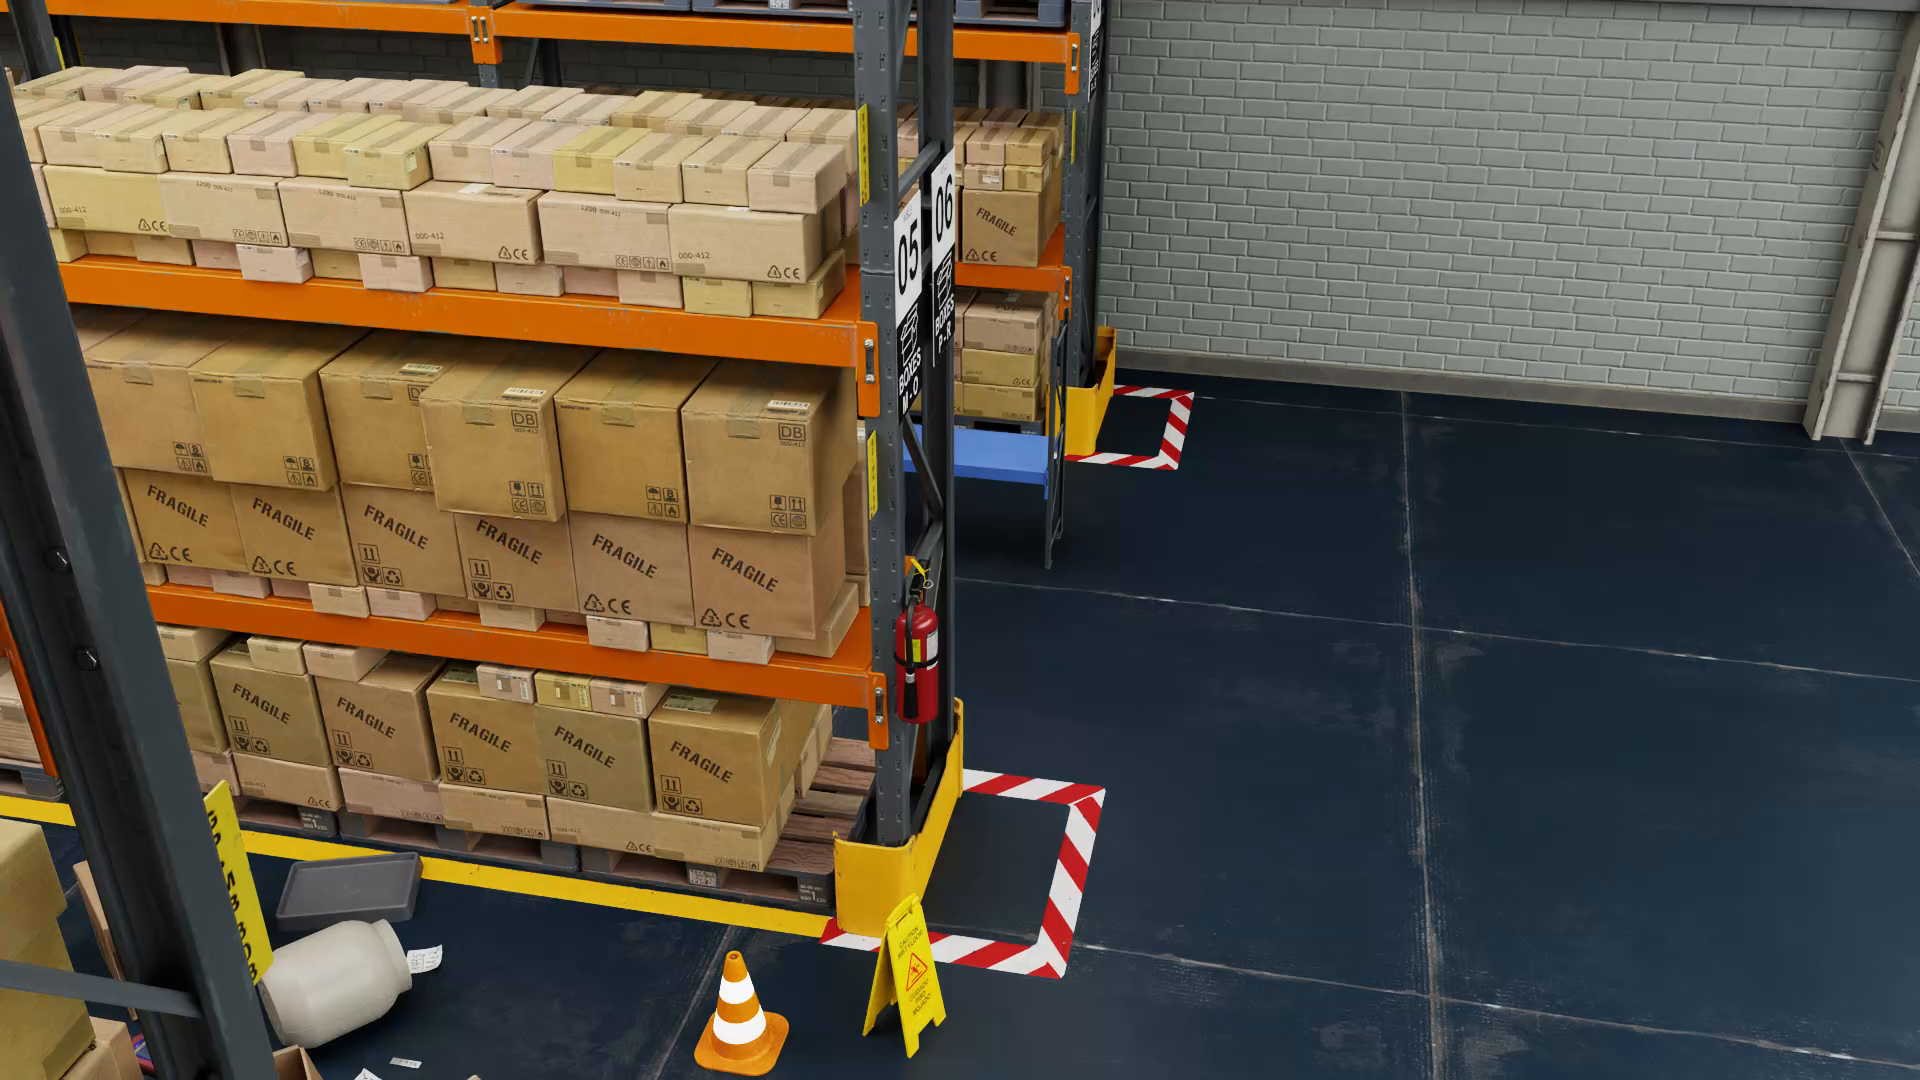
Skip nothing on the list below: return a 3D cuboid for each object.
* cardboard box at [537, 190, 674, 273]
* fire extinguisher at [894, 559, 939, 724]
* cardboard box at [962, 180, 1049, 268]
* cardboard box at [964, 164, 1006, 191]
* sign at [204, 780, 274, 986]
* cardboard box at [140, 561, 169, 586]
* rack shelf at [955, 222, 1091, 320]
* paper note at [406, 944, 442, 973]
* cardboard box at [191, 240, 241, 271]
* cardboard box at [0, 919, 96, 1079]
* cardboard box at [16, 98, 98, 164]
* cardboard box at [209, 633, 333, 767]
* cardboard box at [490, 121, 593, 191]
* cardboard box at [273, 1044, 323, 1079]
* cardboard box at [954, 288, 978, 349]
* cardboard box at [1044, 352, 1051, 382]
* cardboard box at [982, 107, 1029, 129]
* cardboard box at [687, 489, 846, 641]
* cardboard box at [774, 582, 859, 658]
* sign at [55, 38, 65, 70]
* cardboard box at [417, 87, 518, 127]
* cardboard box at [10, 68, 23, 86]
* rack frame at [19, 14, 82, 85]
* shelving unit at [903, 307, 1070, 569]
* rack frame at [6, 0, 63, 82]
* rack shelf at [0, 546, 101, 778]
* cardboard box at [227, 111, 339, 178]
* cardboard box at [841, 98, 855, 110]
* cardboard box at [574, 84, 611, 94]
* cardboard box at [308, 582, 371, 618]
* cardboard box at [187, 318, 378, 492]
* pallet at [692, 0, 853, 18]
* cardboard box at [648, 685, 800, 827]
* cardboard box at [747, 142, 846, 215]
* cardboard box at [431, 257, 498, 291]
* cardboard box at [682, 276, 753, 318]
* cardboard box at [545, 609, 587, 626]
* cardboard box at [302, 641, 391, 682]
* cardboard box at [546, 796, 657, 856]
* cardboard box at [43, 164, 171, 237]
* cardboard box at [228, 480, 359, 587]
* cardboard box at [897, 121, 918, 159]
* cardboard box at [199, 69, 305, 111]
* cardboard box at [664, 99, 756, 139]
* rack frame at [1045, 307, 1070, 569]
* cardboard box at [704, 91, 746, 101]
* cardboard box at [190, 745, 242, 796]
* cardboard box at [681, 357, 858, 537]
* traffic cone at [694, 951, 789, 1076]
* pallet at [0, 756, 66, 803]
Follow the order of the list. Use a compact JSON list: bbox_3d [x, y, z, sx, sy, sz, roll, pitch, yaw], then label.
[{"bbox_3d":[-1.235,-1.215,6.230,0.500,0.250,0.500,5,29,10],"label":"cardboard box"},{"bbox_3d":[-0.174,0.409,6.621,0.183,0.674,0.296,6,29,11],"label":"fire extinguisher"},{"bbox_3d":[0.308,-2.154,11.118,0.500,0.500,0.500,5,29,9],"label":"cardboard box"},{"bbox_3d":[0.190,-2.427,10.942,0.250,0.149,0.380,6,29,11],"label":"cardboard box"},{"bbox_3d":[-1.002,0.489,2.280,0.005,0.325,0.100,6,29,11],"label":"sign"},{"bbox_3d":[-3.602,0.040,7.477,0.250,0.149,0.380,7,29,12],"label":"cardboard box"},{"bbox_3d":[-1.112,-2.069,11.816,4.000,0.370,1.077,6,29,11],"label":"rack shelf"},{"bbox_3d":[-2.295,1.791,7.108,0.148,0.019,0.142,-4,29,-7],"label":"paper note"},{"bbox_3d":[-2.842,-1.211,6.639,0.250,0.149,0.380,5,29,9],"label":"cardboard box"},{"bbox_3d":[-1.542,0.705,2.182,0.500,0.250,0.500,6,29,10],"label":"cardboard box"},{"bbox_3d":[-3.601,-1.612,6.540,0.250,0.149,0.380,7,29,12],"label":"cardboard box"},{"bbox_3d":[-3.054,0.674,7.703,0.500,0.500,0.500,7,29,13],"label":"cardboard box"},{"bbox_3d":[-1.554,-1.441,6.229,0.250,0.149,0.380,6,29,11],"label":"cardboard box"},{"bbox_3d":[-2.436,2.255,5.768,0.637,0.503,0.797,-14,32,-24],"label":"cardboard box"},{"bbox_3d":[-0.172,-1.549,11.502,0.500,0.250,0.500,6,29,11],"label":"cardboard box"},{"bbox_3d":[0.404,-1.303,12.094,0.500,0.250,0.500,6,29,11],"label":"cardboard box"},{"bbox_3d":[0.313,-2.833,11.373,0.250,0.149,0.380,7,29,12],"label":"cardboard box"},{"bbox_3d":[-0.778,0.048,6.786,0.500,0.500,0.500,5,29,10],"label":"cardboard box"},{"bbox_3d":[-0.600,0.321,6.964,0.250,0.149,0.380,7,29,12],"label":"cardboard box"},{"bbox_3d":[-3.995,-2.052,7.374,0.005,0.325,0.100,6,29,11],"label":"sign"},{"bbox_3d":[-1.976,-1.706,6.713,0.250,0.149,0.380,6,29,12],"label":"cardboard box"},{"bbox_3d":[-7.451,-3.339,12.846,0.500,0.500,0.500,7,30,13],"label":"cardboard box"},{"bbox_3d":[-6.980,-2.986,12.743,0.127,3.000,1.000,6,29,11],"label":"rack frame"},{"bbox_3d":[0.083,-0.649,10.036,1.048,1.500,0.538,6,29,11],"label":"shelving unit"},{"bbox_3d":[-4.101,-2.885,6.311,0.127,3.000,1.000,6,29,11],"label":"rack frame"},{"bbox_3d":[-3.080,0.141,1.949,4.000,0.370,1.077,6,29,11],"label":"rack shelf"},{"bbox_3d":[-2.576,-1.519,6.371,0.250,0.149,0.380,5,29,10],"label":"cardboard box"},{"bbox_3d":[-0.688,-2.958,11.602,0.250,0.149,0.380,5,29,9],"label":"cardboard box"},{"bbox_3d":[-2.693,-3.154,11.960,0.250,0.149,0.380,6,29,11],"label":"cardboard box"},{"bbox_3d":[-2.611,0.172,7.237,0.250,0.149,0.380,6,29,11],"label":"cardboard box"},{"bbox_3d":[-2.736,-0.596,6.922,0.500,0.500,0.700,5,29,9],"label":"cardboard box"},{"bbox_3d":[-1.039,-3.665,10.952,1.213,0.211,1.003,6,29,11],"label":"pallet"},{"bbox_3d":[-1.027,0.883,7.321,0.500,0.500,0.500,6,29,11],"label":"cardboard box"},{"bbox_3d":[-0.582,-1.303,5.976,0.250,0.149,0.380,6,29,11],"label":"cardboard box"},{"bbox_3d":[-1.843,-1.104,6.443,0.250,0.149,0.380,5,29,9],"label":"cardboard box"},{"bbox_3d":[-0.847,-0.972,6.202,0.250,0.149,0.380,6,29,11],"label":"cardboard box"},{"bbox_3d":[-1.596,0.208,7.169,0.250,0.149,0.380,6,29,11],"label":"cardboard box"},{"bbox_3d":[-2.704,0.458,7.422,0.250,0.149,0.380,8,30,13],"label":"cardboard box"},{"bbox_3d":[-1.541,1.159,7.597,0.500,0.250,0.500,6,29,11],"label":"cardboard box"},{"bbox_3d":[-3.222,-1.414,6.594,0.500,0.250,0.500,6,29,10],"label":"cardboard box"},{"bbox_3d":[-2.745,-0.157,7.161,0.500,0.500,0.500,6,29,10],"label":"cardboard box"},{"bbox_3d":[-0.288,-2.663,11.064,0.250,0.149,0.380,6,29,11],"label":"cardboard box"},{"bbox_3d":[-2.958,-1.857,6.988,0.250,0.149,0.380,7,29,12],"label":"cardboard box"},{"bbox_3d":[-0.976,-1.611,6.539,0.250,0.149,0.380,6,29,11],"label":"cardboard box"},{"bbox_3d":[0.581,-0.598,9.943,0.032,1.500,0.500,6,29,11],"label":"rack frame"},{"bbox_3d":[-1.687,-3.058,11.784,0.250,0.149,0.380,5,29,10],"label":"cardboard box"},{"bbox_3d":[-3.580,0.954,7.971,0.500,0.250,0.500,5,29,8],"label":"cardboard box"},{"bbox_3d":[-0.734,-0.414,6.589,0.500,0.500,0.700,5,29,9],"label":"cardboard box"},{"bbox_3d":[-0.879,1.823,6.600,0.334,0.463,0.336,6,29,11],"label":"traffic cone"},{"bbox_3d":[-4.863,0.892,8.562,1.213,0.211,1.003,6,29,11],"label":"pallet"}]
